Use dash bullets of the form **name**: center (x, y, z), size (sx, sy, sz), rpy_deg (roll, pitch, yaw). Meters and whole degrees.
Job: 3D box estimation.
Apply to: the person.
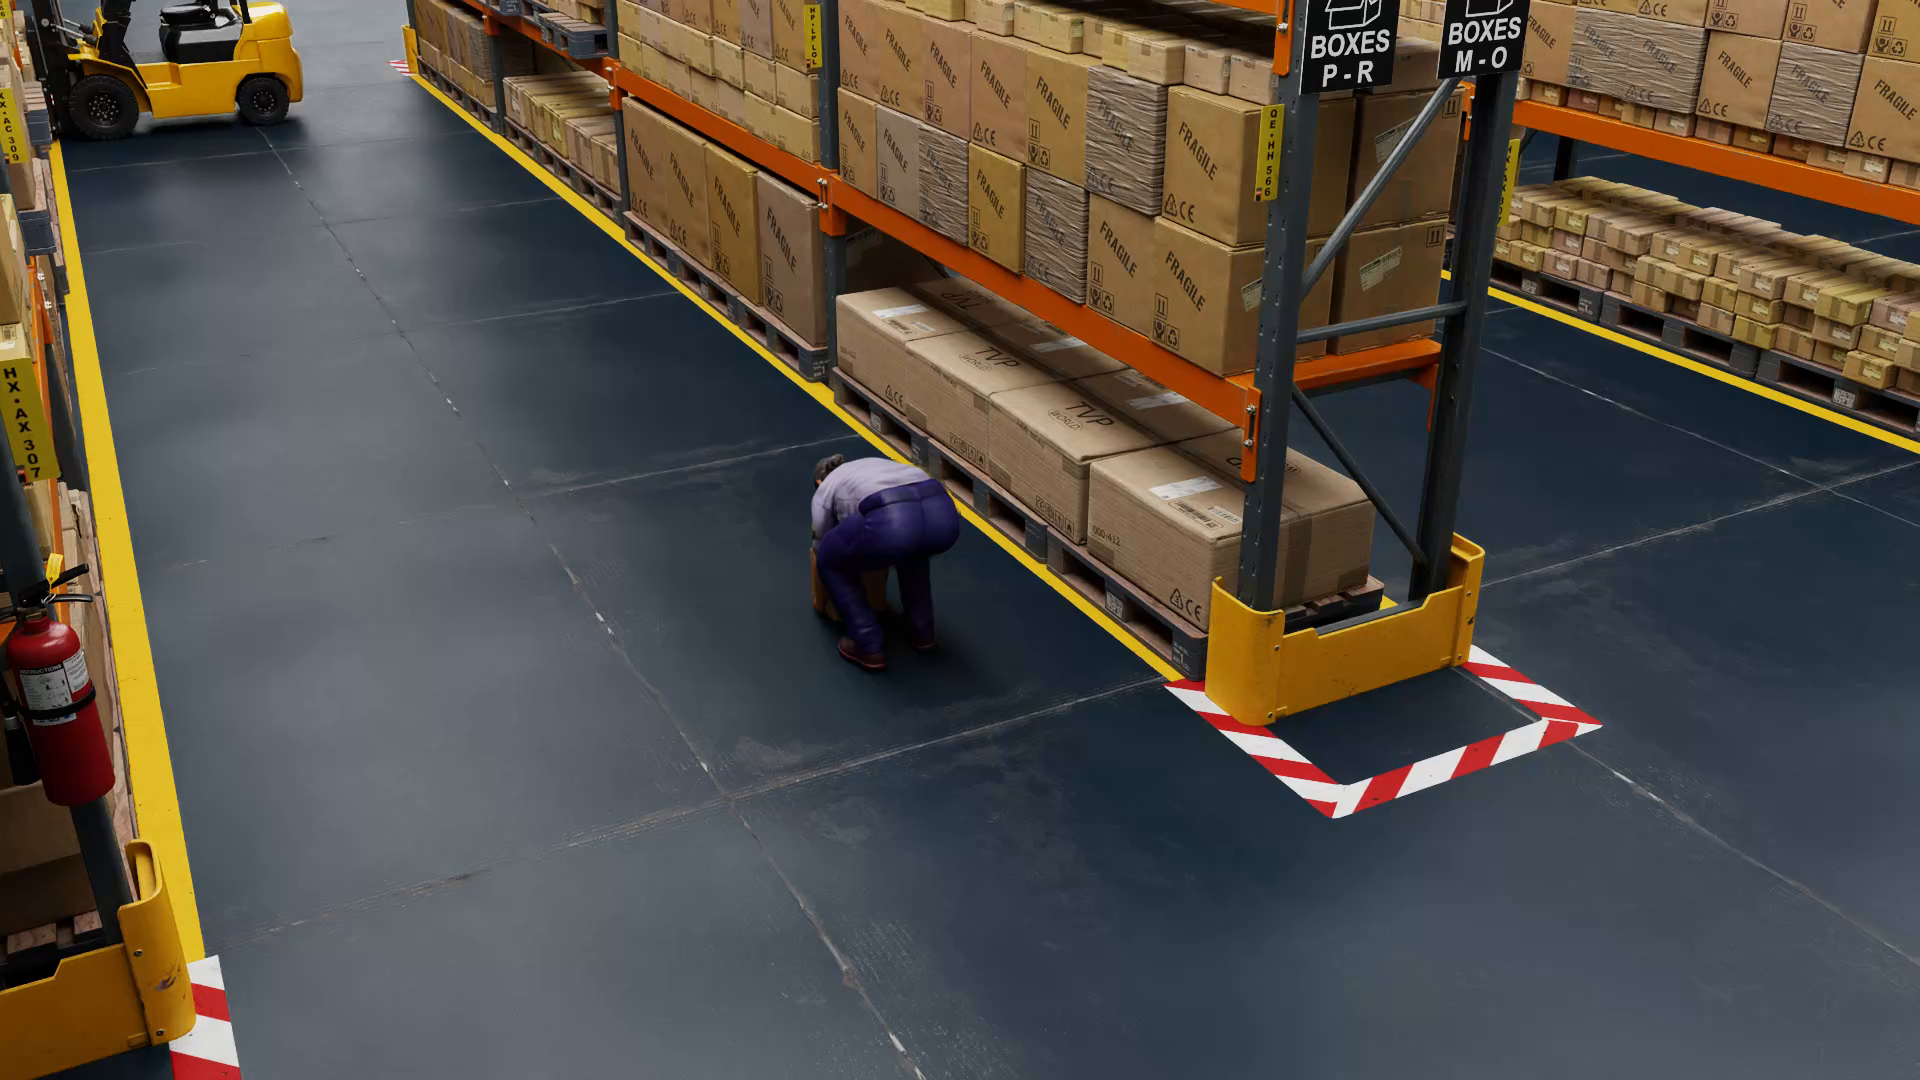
- **person**: center (-0.365, 0.038, 6.982), size (0.514, 0.841, 0.900), rpy_deg (-14, 29, -27)
